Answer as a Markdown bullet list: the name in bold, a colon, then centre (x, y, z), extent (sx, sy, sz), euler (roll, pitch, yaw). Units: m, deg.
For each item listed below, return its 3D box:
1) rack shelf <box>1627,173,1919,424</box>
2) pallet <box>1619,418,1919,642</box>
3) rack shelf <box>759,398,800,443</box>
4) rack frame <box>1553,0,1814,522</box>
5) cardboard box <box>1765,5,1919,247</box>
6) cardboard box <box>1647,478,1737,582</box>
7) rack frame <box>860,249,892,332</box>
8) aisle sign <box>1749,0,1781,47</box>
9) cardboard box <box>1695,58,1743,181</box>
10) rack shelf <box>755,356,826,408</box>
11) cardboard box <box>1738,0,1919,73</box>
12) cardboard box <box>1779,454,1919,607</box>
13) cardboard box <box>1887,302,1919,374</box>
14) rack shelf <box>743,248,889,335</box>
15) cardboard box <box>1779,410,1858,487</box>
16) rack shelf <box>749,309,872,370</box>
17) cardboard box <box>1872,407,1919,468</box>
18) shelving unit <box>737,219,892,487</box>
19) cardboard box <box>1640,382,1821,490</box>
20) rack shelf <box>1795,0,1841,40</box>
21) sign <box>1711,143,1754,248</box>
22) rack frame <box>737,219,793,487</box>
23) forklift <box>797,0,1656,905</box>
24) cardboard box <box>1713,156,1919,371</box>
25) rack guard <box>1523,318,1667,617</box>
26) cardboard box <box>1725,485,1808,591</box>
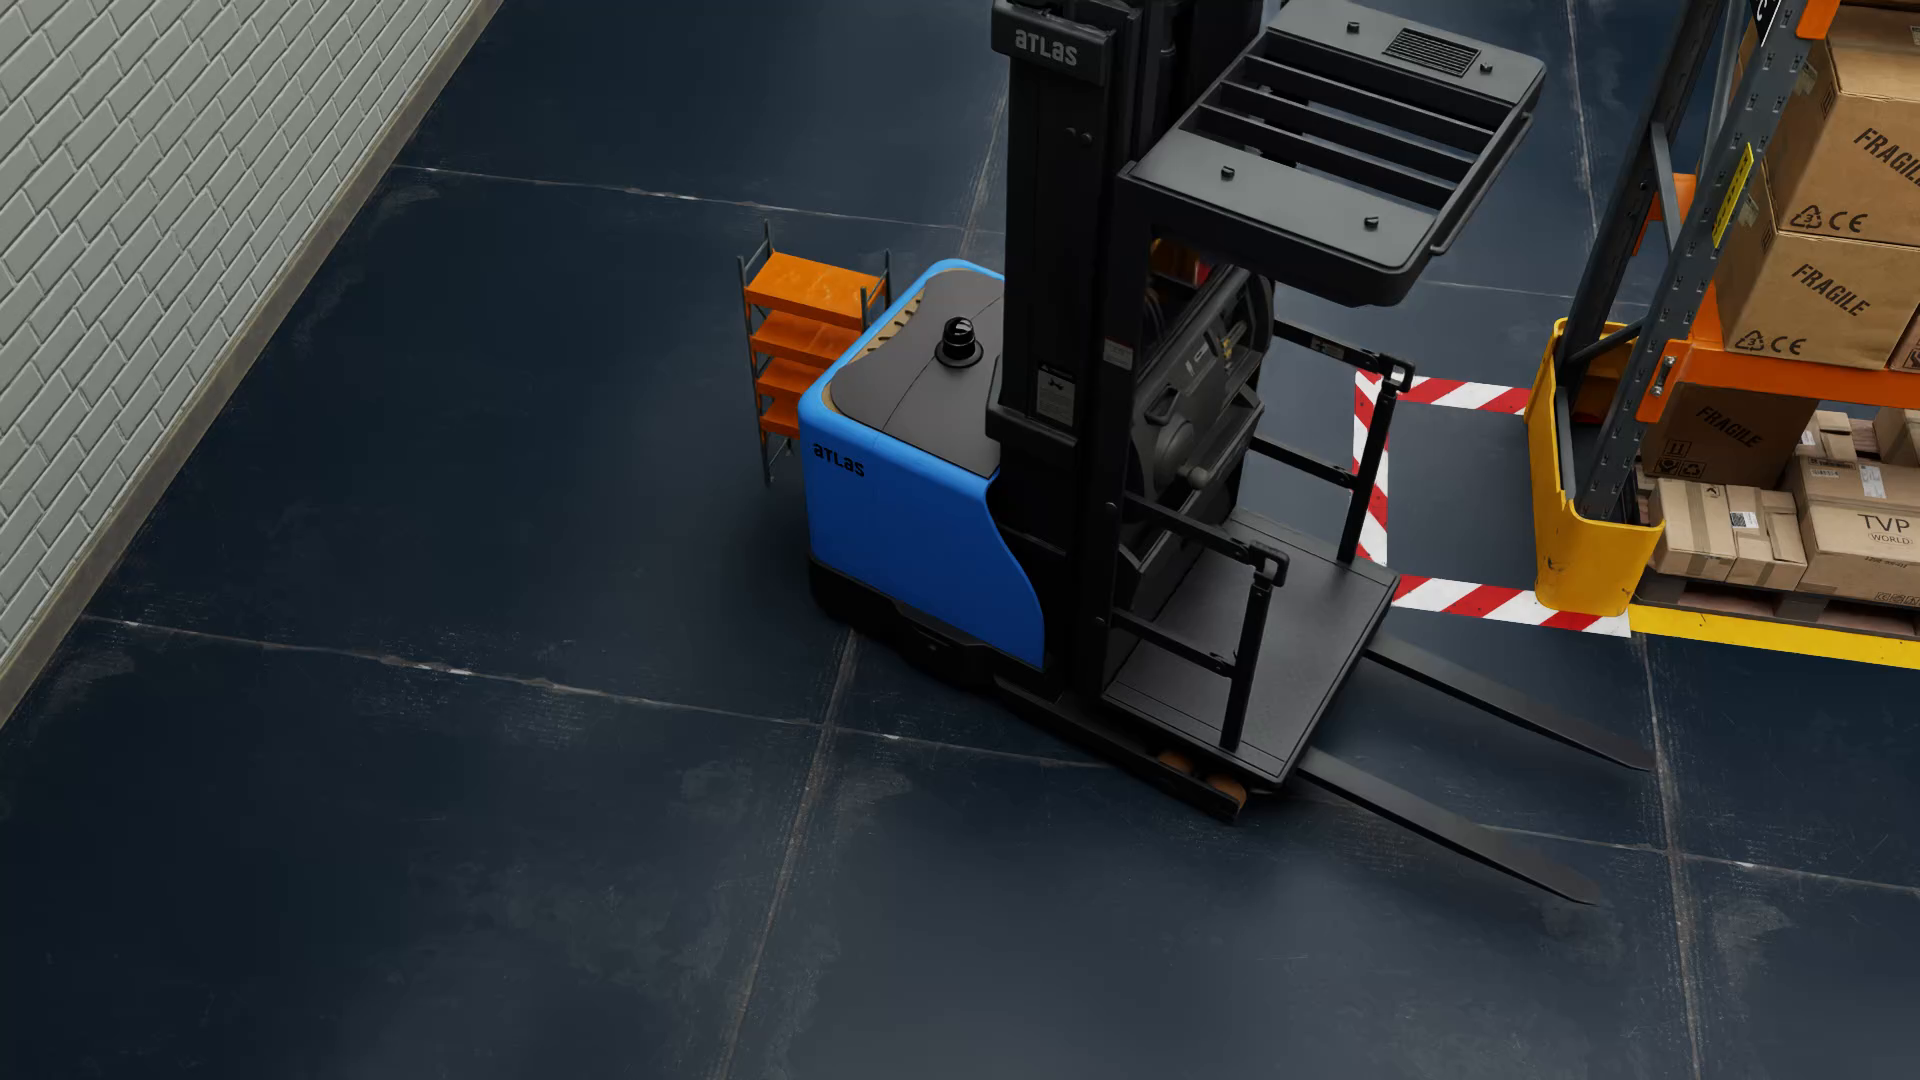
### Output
- **rack shelf**: centre (4.415, -0.650, 5.773), extent (4.000, 0.370, 1.077), euler (8, 49, 7)
- **pallet**: centre (3.306, -0.108, 6.678), extent (1.213, 0.211, 1.003), euler (8, 49, 7)
- **rack shelf**: centre (-0.531, -0.463, 6.689), extent (0.480, 0.148, 0.258), euler (16, 50, 14)
- **rack frame**: centre (2.447, -1.155, 5.743), extent (0.127, 3.000, 1.000), euler (8, 49, 7)
- **cardboard box**: centre (2.837, -1.271, 5.108), extent (0.500, 0.500, 0.500), euler (9, 49, 8)
- **cardboard box**: centre (2.798, -0.043, 6.364), extent (0.250, 0.149, 0.380), euler (8, 49, 7)
- **rack frame**: centre (-0.304, -0.575, 6.432), extent (0.015, 1.200, 0.240), euler (16, 50, 14)
- **aisle sign**: centre (2.327, -1.818, 4.591), extent (0.004, 0.787, 0.394), euler (8, 49, 7)
- **cardboard box**: centre (2.936, -1.329, 5.832), extent (0.500, 0.500, 0.500), euler (9, 49, 8)
- **rack shelf**: centre (-0.531, -0.596, 6.541), extent (0.480, 0.148, 0.258), euler (16, 50, 14)
- **cardboard box**: centre (2.934, -1.665, 5.462), extent (0.500, 0.500, 0.500), euler (7, 48, 6)
- **cardboard box**: centre (3.424, -0.038, 6.292), extent (0.500, 0.250, 0.500), euler (8, 49, 7)
- **cardboard box**: centre (3.345, -0.873, 5.422), extent (0.500, 0.500, 0.500), euler (7, 48, 6)
- **rack shelf**: centre (-0.531, -0.903, 6.199), extent (0.480, 0.148, 0.258), euler (16, 50, 14)
- **cardboard box**: centre (3.408, -0.344, 6.624), extent (0.250, 0.166, 0.380), euler (8, 49, 7)
- **rack shelf**: centre (-0.531, -0.745, 6.375), extent (0.480, 0.148, 0.258), euler (16, 50, 14)
- **cardboard box**: centre (3.955, -0.344, 6.567), extent (0.500, 0.250, 0.500), euler (8, 49, 7)
- **shelving unit**: centre (-0.531, -0.641, 6.491), extent (0.503, 1.200, 0.258), euler (16, 50, 14)
- **cardboard box**: centre (3.026, -0.575, 6.607), extent (0.500, 0.500, 0.500), euler (8, 49, 7)
- **rack shelf**: centre (4.415, -1.653, 4.658), extent (4.000, 0.370, 1.077), euler (8, 49, 7)
- **sign**: centre (2.351, -1.047, 5.065), extent (0.005, 0.325, 0.100), euler (8, 49, 7)
- **rack frame**: centre (-0.759, -0.706, 6.550), extent (0.015, 1.200, 0.240), euler (16, 50, 14)
- **forklift**: centre (0.943, -0.459, 5.164), extent (3.031, 2.935, 1.130), euler (25, 53, 21)
- **cardboard box**: centre (2.837, -0.937, 5.480), extent (0.500, 0.500, 0.500), euler (9, 49, 8)
- **rack guard**: centre (2.522, -0.310, 6.664), extent (0.348, 0.500, 1.175), euler (8, 49, 7)
- **cardboard box**: centre (3.044, -0.015, 6.328), extent (0.250, 0.166, 0.380), euler (8, 49, 7)
